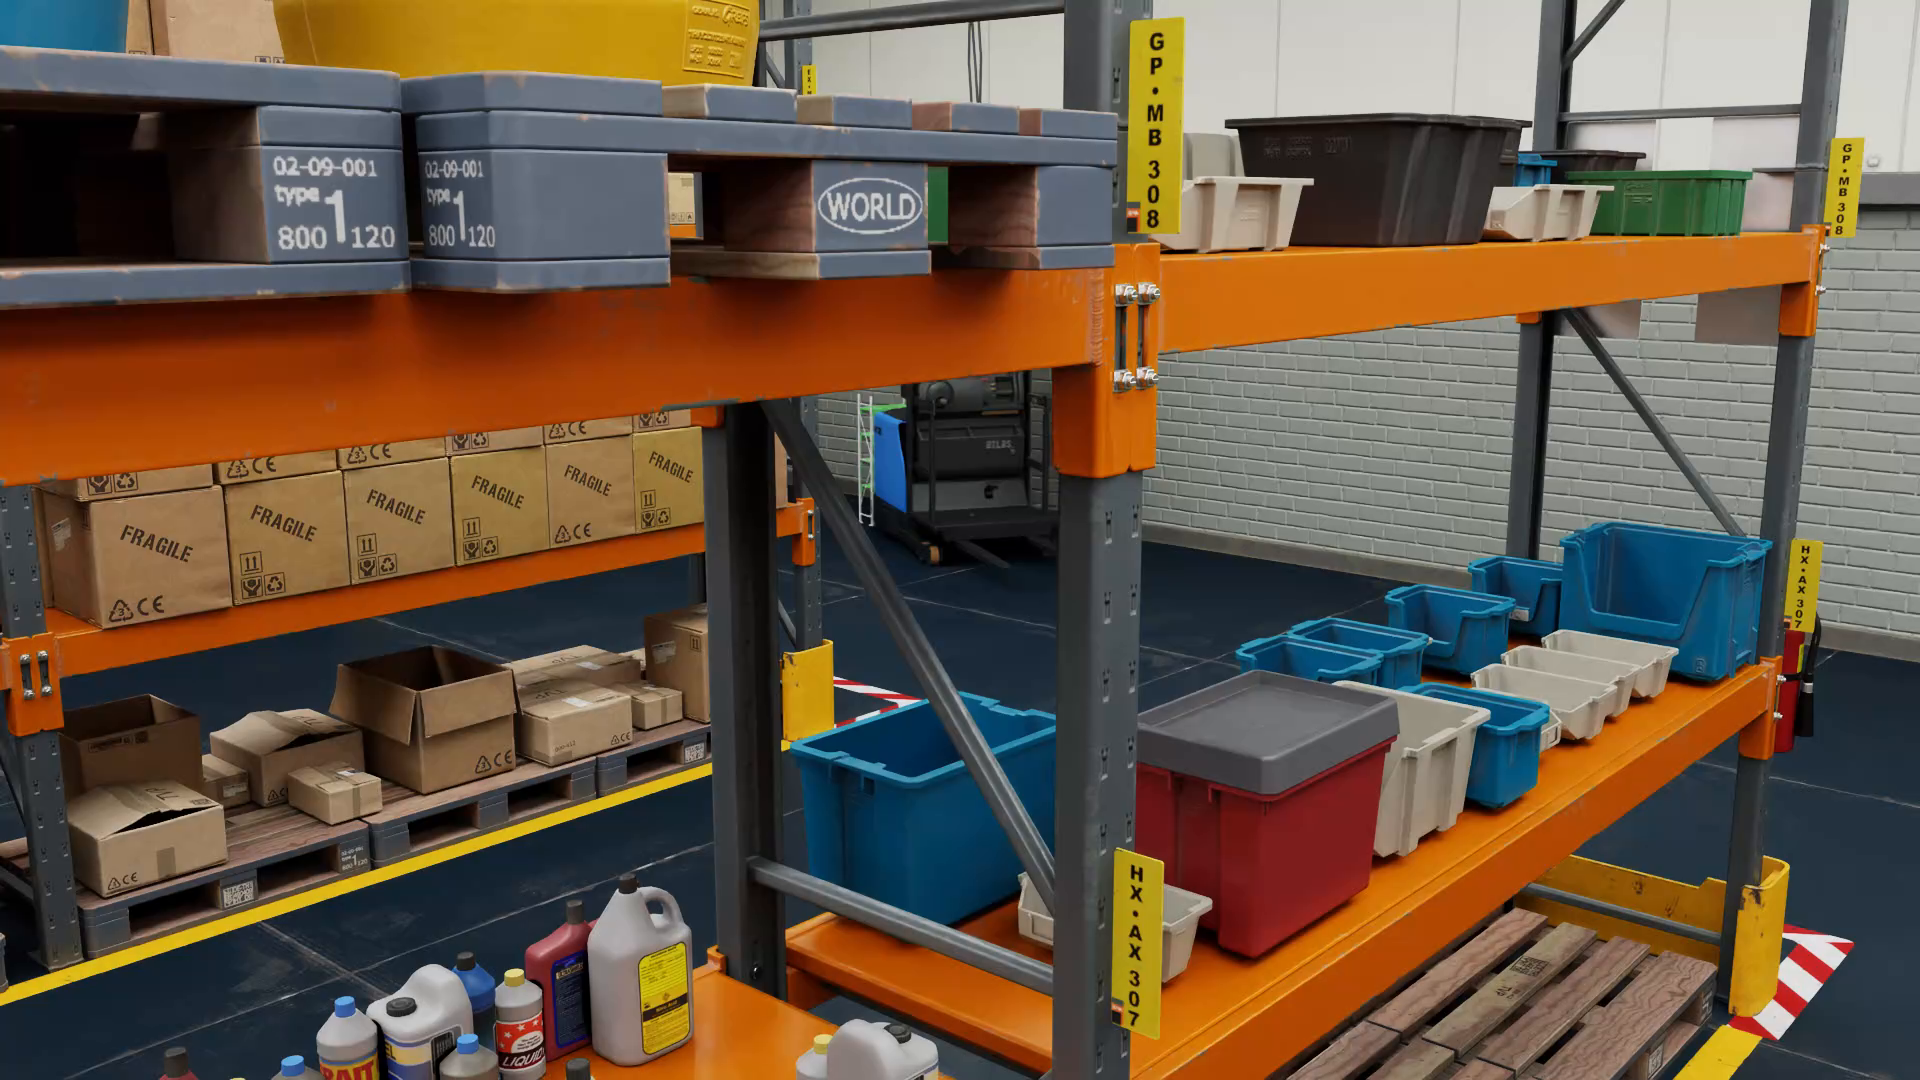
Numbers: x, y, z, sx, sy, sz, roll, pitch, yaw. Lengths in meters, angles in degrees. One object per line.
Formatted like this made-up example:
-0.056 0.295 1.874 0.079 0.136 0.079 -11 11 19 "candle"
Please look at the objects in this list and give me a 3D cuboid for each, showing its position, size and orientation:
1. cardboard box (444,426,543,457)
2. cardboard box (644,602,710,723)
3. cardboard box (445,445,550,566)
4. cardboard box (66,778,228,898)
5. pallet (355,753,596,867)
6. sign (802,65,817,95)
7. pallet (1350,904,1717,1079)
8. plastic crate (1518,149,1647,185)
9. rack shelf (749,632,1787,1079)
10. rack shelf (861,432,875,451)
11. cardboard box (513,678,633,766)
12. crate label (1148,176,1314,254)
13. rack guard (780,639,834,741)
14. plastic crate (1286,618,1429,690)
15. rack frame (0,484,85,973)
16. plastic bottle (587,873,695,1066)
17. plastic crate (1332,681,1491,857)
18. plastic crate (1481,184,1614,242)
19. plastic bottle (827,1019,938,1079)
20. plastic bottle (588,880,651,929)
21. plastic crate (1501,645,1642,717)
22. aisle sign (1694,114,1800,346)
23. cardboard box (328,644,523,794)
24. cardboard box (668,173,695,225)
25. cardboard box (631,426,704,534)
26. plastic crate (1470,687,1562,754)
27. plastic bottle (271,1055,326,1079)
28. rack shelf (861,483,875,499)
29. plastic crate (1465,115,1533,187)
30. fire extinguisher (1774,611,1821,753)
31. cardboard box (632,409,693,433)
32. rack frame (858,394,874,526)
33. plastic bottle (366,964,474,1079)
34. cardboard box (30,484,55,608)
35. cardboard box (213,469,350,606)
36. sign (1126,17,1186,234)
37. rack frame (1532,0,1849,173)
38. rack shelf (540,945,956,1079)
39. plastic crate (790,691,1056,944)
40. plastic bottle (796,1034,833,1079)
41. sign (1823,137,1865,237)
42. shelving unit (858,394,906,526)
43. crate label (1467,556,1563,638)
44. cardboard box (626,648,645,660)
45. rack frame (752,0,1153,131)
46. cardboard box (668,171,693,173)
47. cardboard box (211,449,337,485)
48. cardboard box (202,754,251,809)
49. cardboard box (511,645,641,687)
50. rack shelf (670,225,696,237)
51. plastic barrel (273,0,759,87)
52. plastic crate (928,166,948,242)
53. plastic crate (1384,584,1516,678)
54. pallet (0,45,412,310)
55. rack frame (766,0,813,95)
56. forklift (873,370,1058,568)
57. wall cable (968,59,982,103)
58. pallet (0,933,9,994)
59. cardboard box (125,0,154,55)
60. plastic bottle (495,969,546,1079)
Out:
-2.283 -0.681 7.654 0.500 0.500 0.500 10 15 42 "cardboard box"
-1.359 0.652 9.045 0.500 0.500 0.500 10 15 40 "cardboard box"
-2.282 -0.194 7.768 0.500 0.500 0.500 9 15 40 "cardboard box"
-3.386 1.188 6.847 0.500 0.311 0.500 10 15 40 "cardboard box"
-2.566 1.205 8.138 1.003 0.211 1.213 10 15 40 "pallet"
-0.781 -2.300 8.649 0.100 0.325 0.005 10 15 40 "sign"
1.960 1.655 5.885 1.003 0.211 1.213 10 15 40 "pallet"
2.070 -1.215 5.810 0.497 0.269 0.590 10 15 40 "plastic crate"
1.213 0.818 4.792 1.077 0.370 4.000 10 15 40 "rack shelf"
-0.666 -0.934 15.425 0.480 0.148 0.258 -7 13 -33 "rack shelf"
-2.008 0.911 8.390 0.500 0.250 0.500 10 15 40 "cardboard box"
0.433 -0.616 3.153 0.293 0.136 0.466 10 15 40 "crate label"
-1.235 0.767 9.593 1.175 0.500 0.348 10 15 40 "rack guard"
1.254 0.412 5.266 0.416 0.233 0.300 10 15 40 "plastic crate"
-3.825 0.119 6.457 1.000 3.000 0.127 10 15 40 "rack frame"
-0.610 0.800 3.174 0.144 0.351 0.185 10 15 40 "plastic bottle"
1.039 0.588 4.259 0.437 0.282 0.530 10 15 40 "plastic crate"
1.356 -0.834 4.244 0.437 0.136 0.530 10 15 40 "plastic crate"
-0.124 0.921 2.761 0.152 0.276 0.135 10 15 40 "plastic bottle"
-0.670 0.816 3.266 0.061 0.283 0.133 10 15 40 "plastic bottle"
1.929 0.455 5.292 0.396 0.136 0.243 10 15 40 "plastic crate"
2.801 -1.076 5.803 0.394 0.787 0.004 10 15 40 "aisle sign"
-2.589 0.850 8.046 0.797 0.503 0.637 10 15 40 "cardboard box"
-1.664 -1.685 8.214 0.500 0.250 0.500 10 15 40 "cardboard box"
-1.616 -0.341 8.503 0.500 0.500 0.500 10 15 41 "cardboard box"
1.582 0.546 4.841 0.298 0.136 0.250 10 15 40 "plastic crate"
-1.102 0.958 2.764 0.097 0.201 0.097 0 11 0 "plastic bottle"
-0.666 -0.463 15.519 0.480 0.148 0.258 -7 13 -33 "rack shelf"
1.318 -1.080 4.959 0.504 0.338 0.767 10 15 40 "plastic crate"
2.974 0.429 6.056 0.296 0.674 0.183 10 15 40 "fire extinguisher"
-1.605 -0.833 8.417 0.500 0.500 0.500 10 15 42 "cardboard box"
-0.871 -0.735 15.329 0.015 1.200 0.240 -7 13 -33 "rack frame"
-0.940 0.893 2.896 0.152 0.276 0.135 10 15 40 "plastic bottle"
-3.688 -0.037 6.982 0.500 0.500 0.500 10 15 41 "cardboard box"
-2.949 -0.046 7.026 0.500 0.500 0.500 10 15 41 "cardboard box"
0.305 -0.644 2.596 0.100 0.325 0.005 10 15 40 "sign"
2.533 -2.770 5.607 1.000 3.000 0.127 10 15 40 "rack frame"
-1.427 1.407 1.845 1.077 0.370 4.000 10 15 40 "rack shelf"
-0.055 0.626 3.808 0.392 0.384 0.575 10 15 40 "plastic crate"
-0.230 0.944 2.835 0.097 0.201 0.097 0 11 0 "plastic bottle"
2.957 -1.179 5.567 0.100 0.325 0.005 10 15 40 "sign"
-0.666 -0.761 15.460 0.503 1.200 0.258 -7 13 -33 "shelving unit"
2.123 0.218 6.236 0.416 0.233 0.303 10 15 40 "crate label"
-1.720 0.730 9.554 0.380 0.149 0.250 10 15 40 "cardboard box"
-0.107 -2.182 2.660 1.000 3.000 0.127 10 15 40 "rack frame"
-1.662 -1.930 8.164 0.500 0.250 0.500 10 15 40 "cardboard box"
-2.963 -0.529 6.895 0.500 0.500 0.500 9 15 39 "cardboard box"
-3.460 1.118 7.612 0.380 0.149 0.250 10 15 40 "cardboard box"
-2.087 0.780 9.045 0.500 0.250 0.500 10 15 40 "cardboard box"
-2.505 -1.293 7.707 1.077 0.370 4.000 10 15 40 "rack shelf"
-0.557 -0.849 2.091 0.600 0.588 0.600 0 11 0 "plastic barrel"
-0.054 -0.709 3.483 0.450 0.188 0.662 10 15 40 "plastic crate"
1.689 0.315 5.751 0.416 0.233 0.300 10 15 40 "plastic crate"
-1.298 -0.323 1.495 1.003 0.211 1.213 10 15 40 "pallet"
-1.185 -3.411 8.816 1.000 3.000 0.127 10 15 40 "rack frame"
0.158 -1.313 13.802 1.130 2.935 3.031 -4 12 -18 "forklift"
-0.906 -3.315 16.259 3.097 2.526 0.112 10 15 40 "wall cable"
-4.334 1.611 6.107 1.003 0.211 1.213 10 15 40 "pallet"
-3.533 -1.968 6.439 0.700 0.500 0.500 10 15 40 "cardboard box"
-0.820 0.895 3.078 0.097 0.201 0.097 0 11 0 "plastic bottle"
